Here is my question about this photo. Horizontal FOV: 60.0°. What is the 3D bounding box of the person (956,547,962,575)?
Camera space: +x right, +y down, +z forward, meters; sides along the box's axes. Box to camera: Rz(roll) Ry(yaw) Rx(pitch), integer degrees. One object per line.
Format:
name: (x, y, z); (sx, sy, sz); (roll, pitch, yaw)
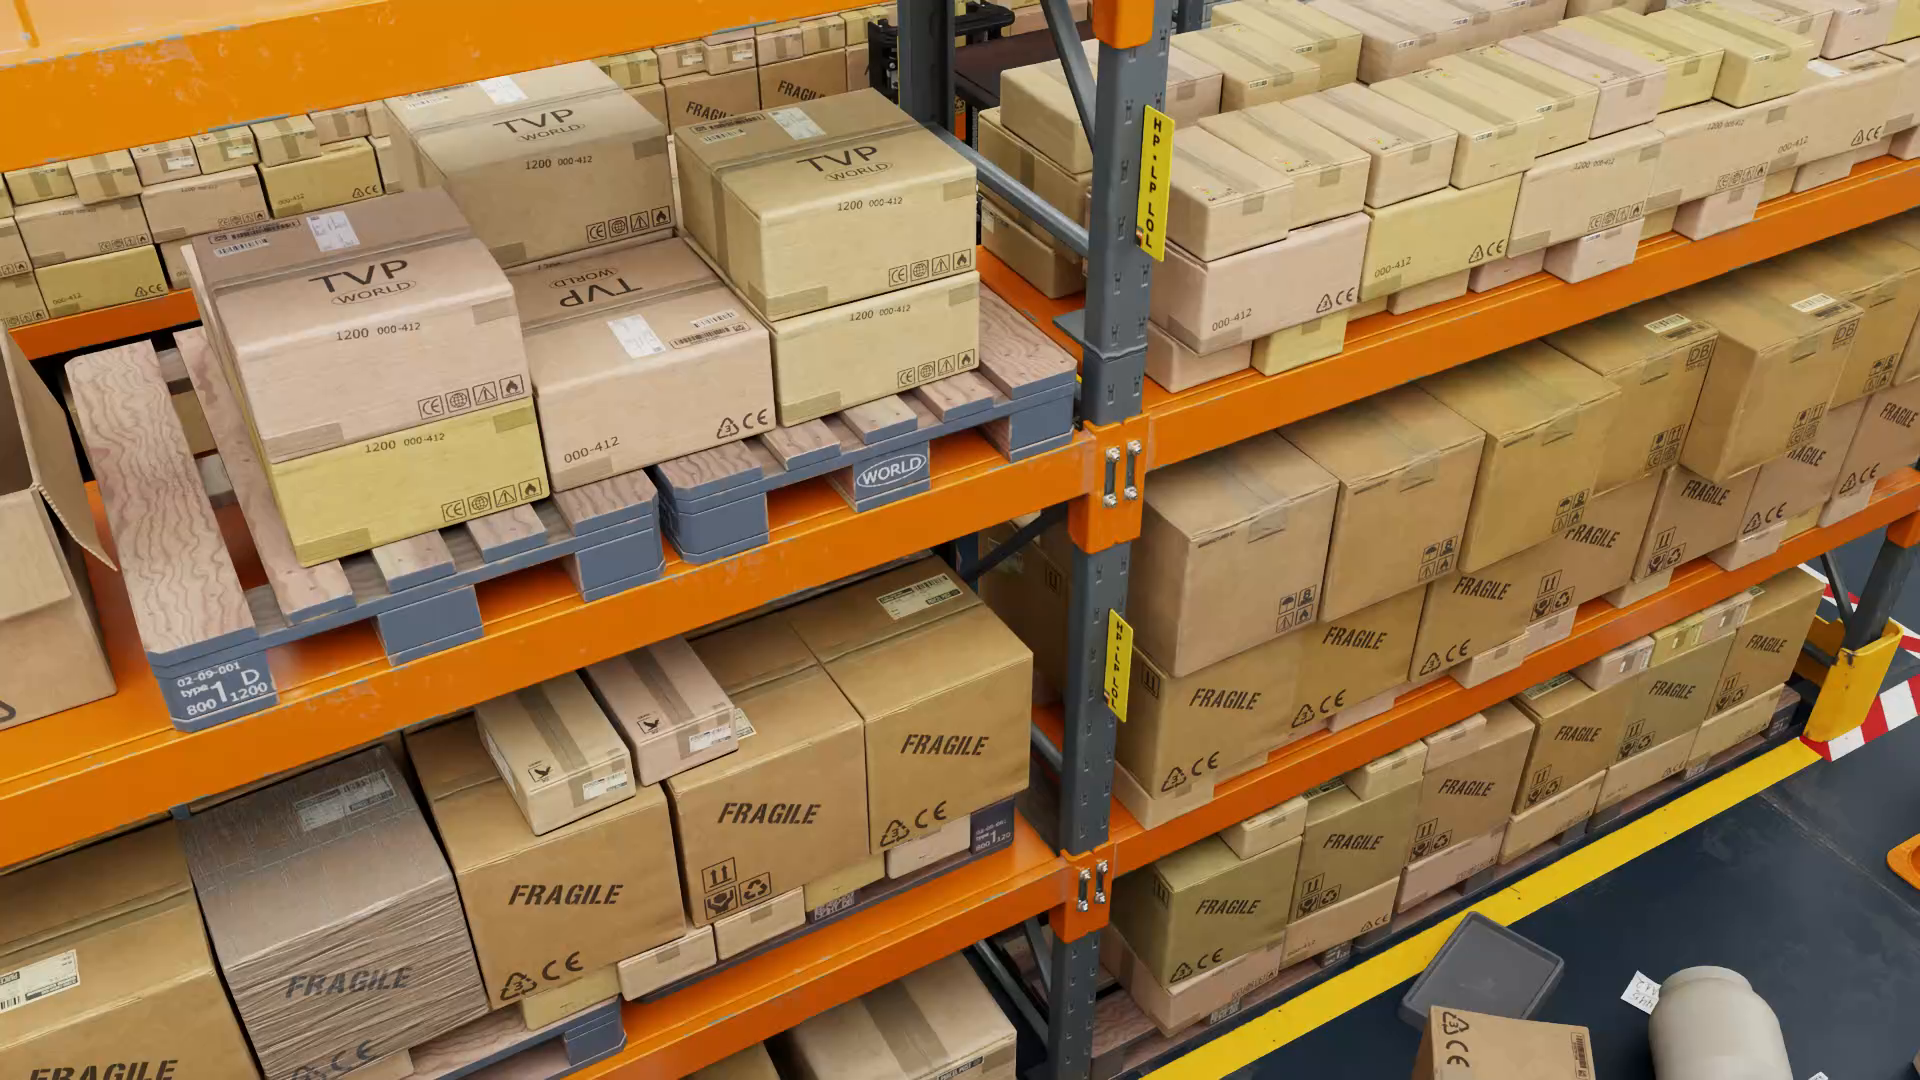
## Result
person: (-0.302, -0.038, 7.229); (0.534, 1.369, 0.654); (-25, 44, -29)
